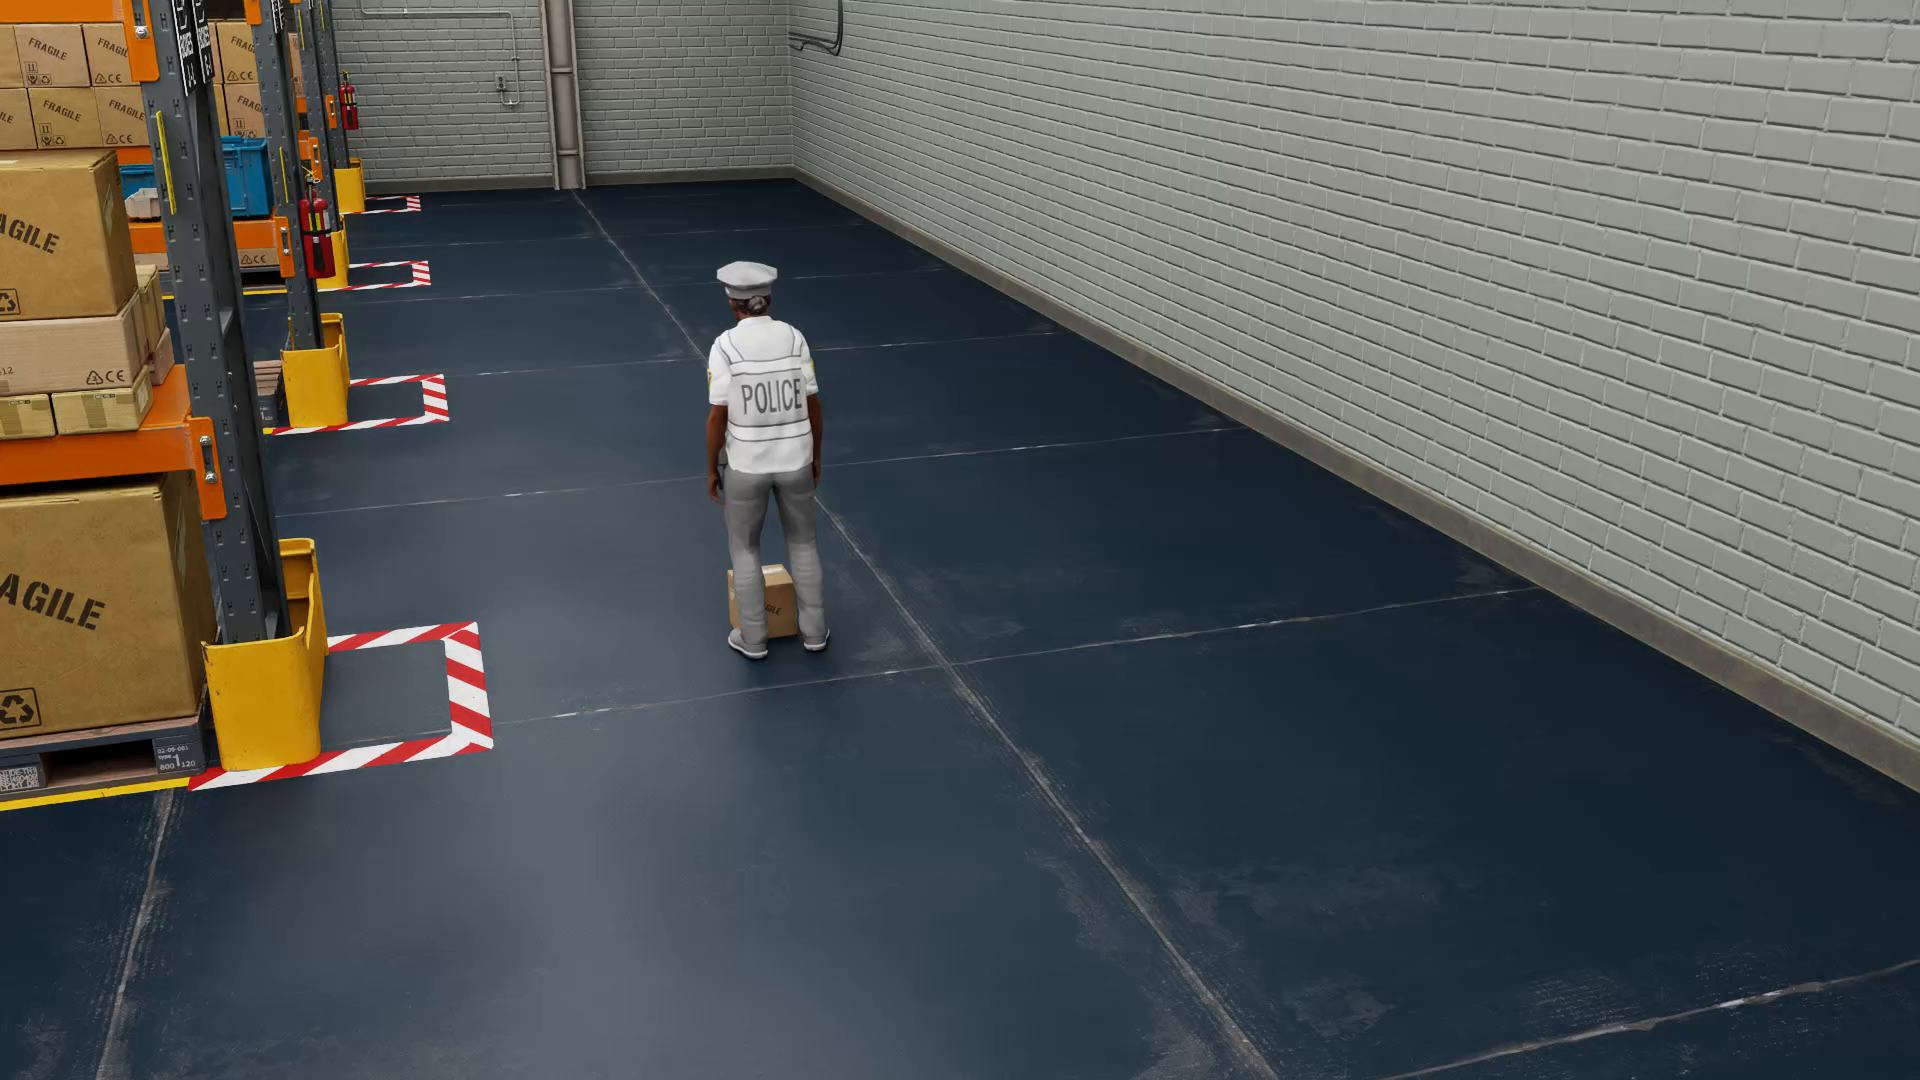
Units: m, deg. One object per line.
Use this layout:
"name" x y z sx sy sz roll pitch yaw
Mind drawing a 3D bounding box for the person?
"person" -0.801 -0.313 6.958 0.531 1.661 0.397 -8 21 -20
